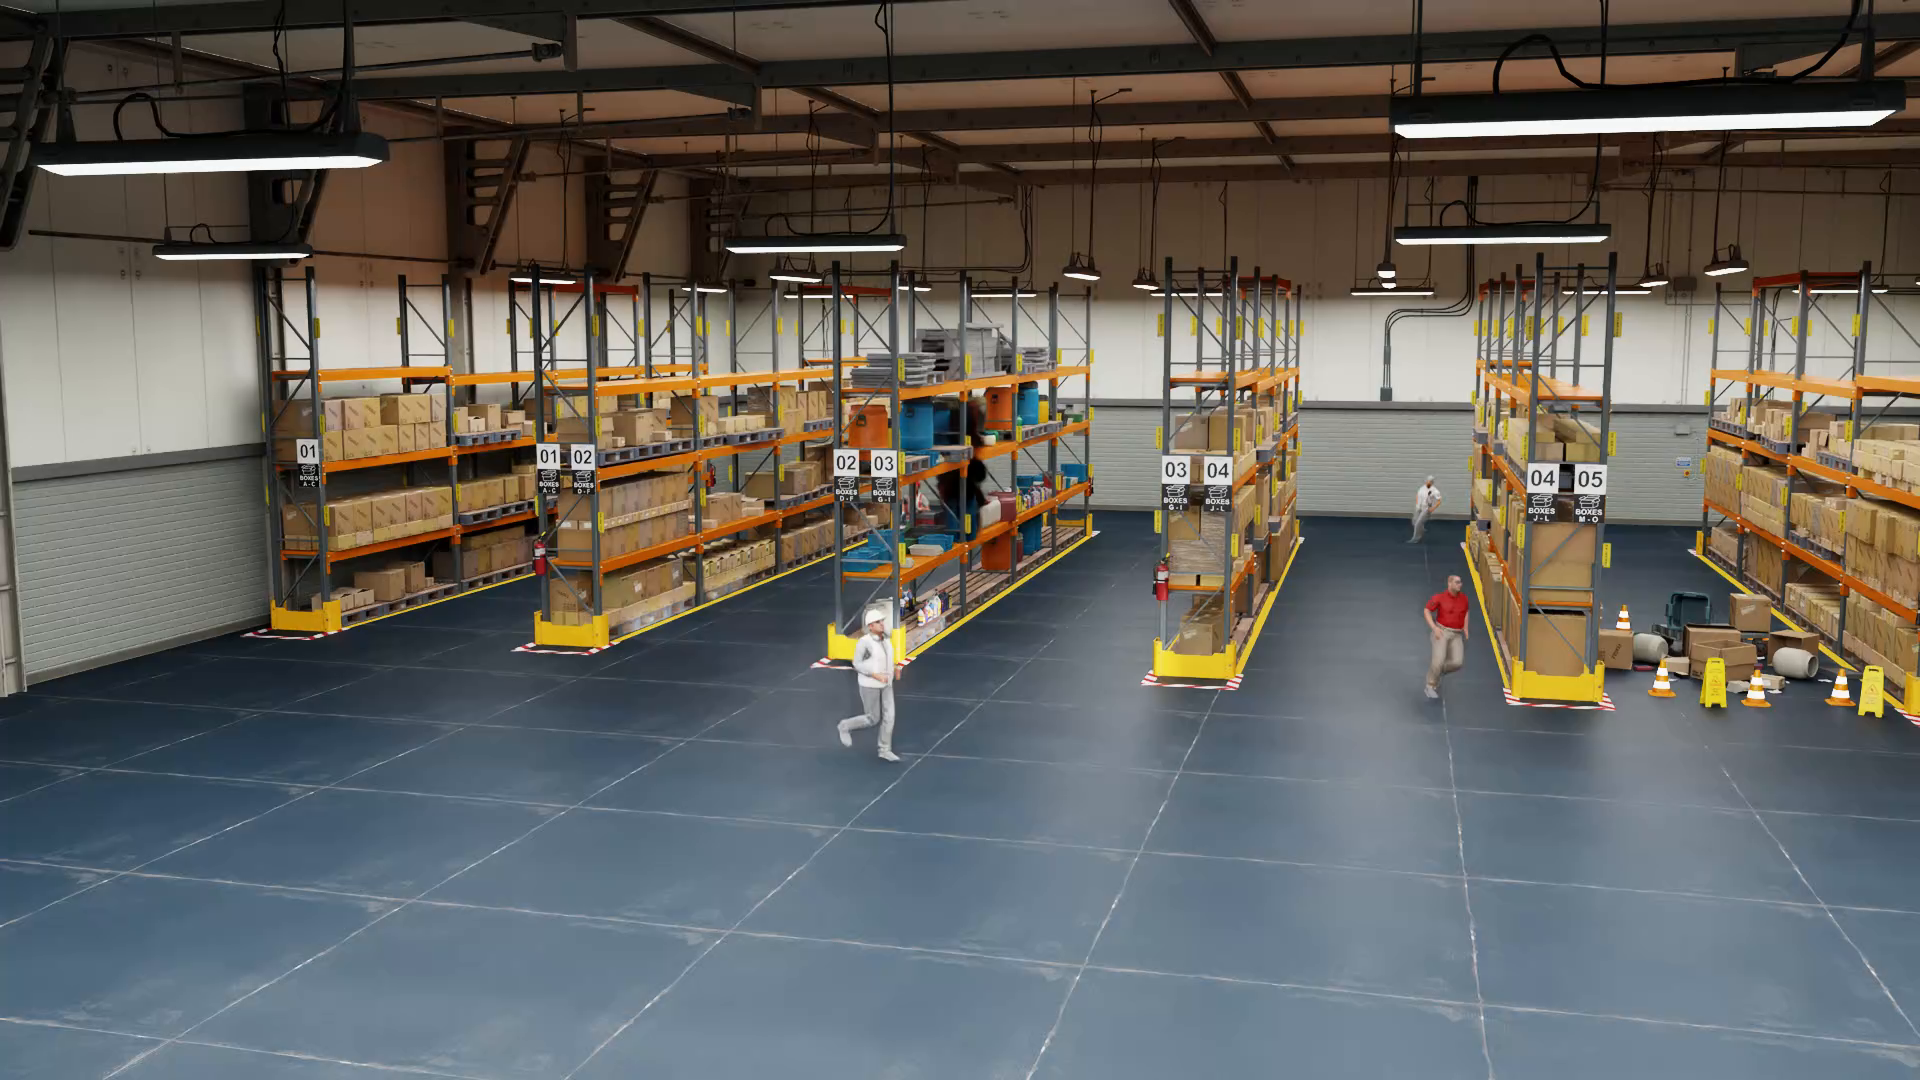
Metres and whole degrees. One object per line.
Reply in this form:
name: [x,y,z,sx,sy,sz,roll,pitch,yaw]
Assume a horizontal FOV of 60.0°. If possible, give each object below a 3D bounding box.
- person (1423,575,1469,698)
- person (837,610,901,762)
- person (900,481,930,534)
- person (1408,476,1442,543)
person: [6.692,1.315,22.737,0.716,1.679,0.517,-2,7,-12]
person: [-1.020,1.686,19.480,0.810,1.768,0.669,6,9,38]
person: [-0.952,-0.356,35.101,0.655,1.817,0.909,1,7,8]
person: [10.925,-0.716,38.973,0.616,1.594,0.760,-6,9,-38]
